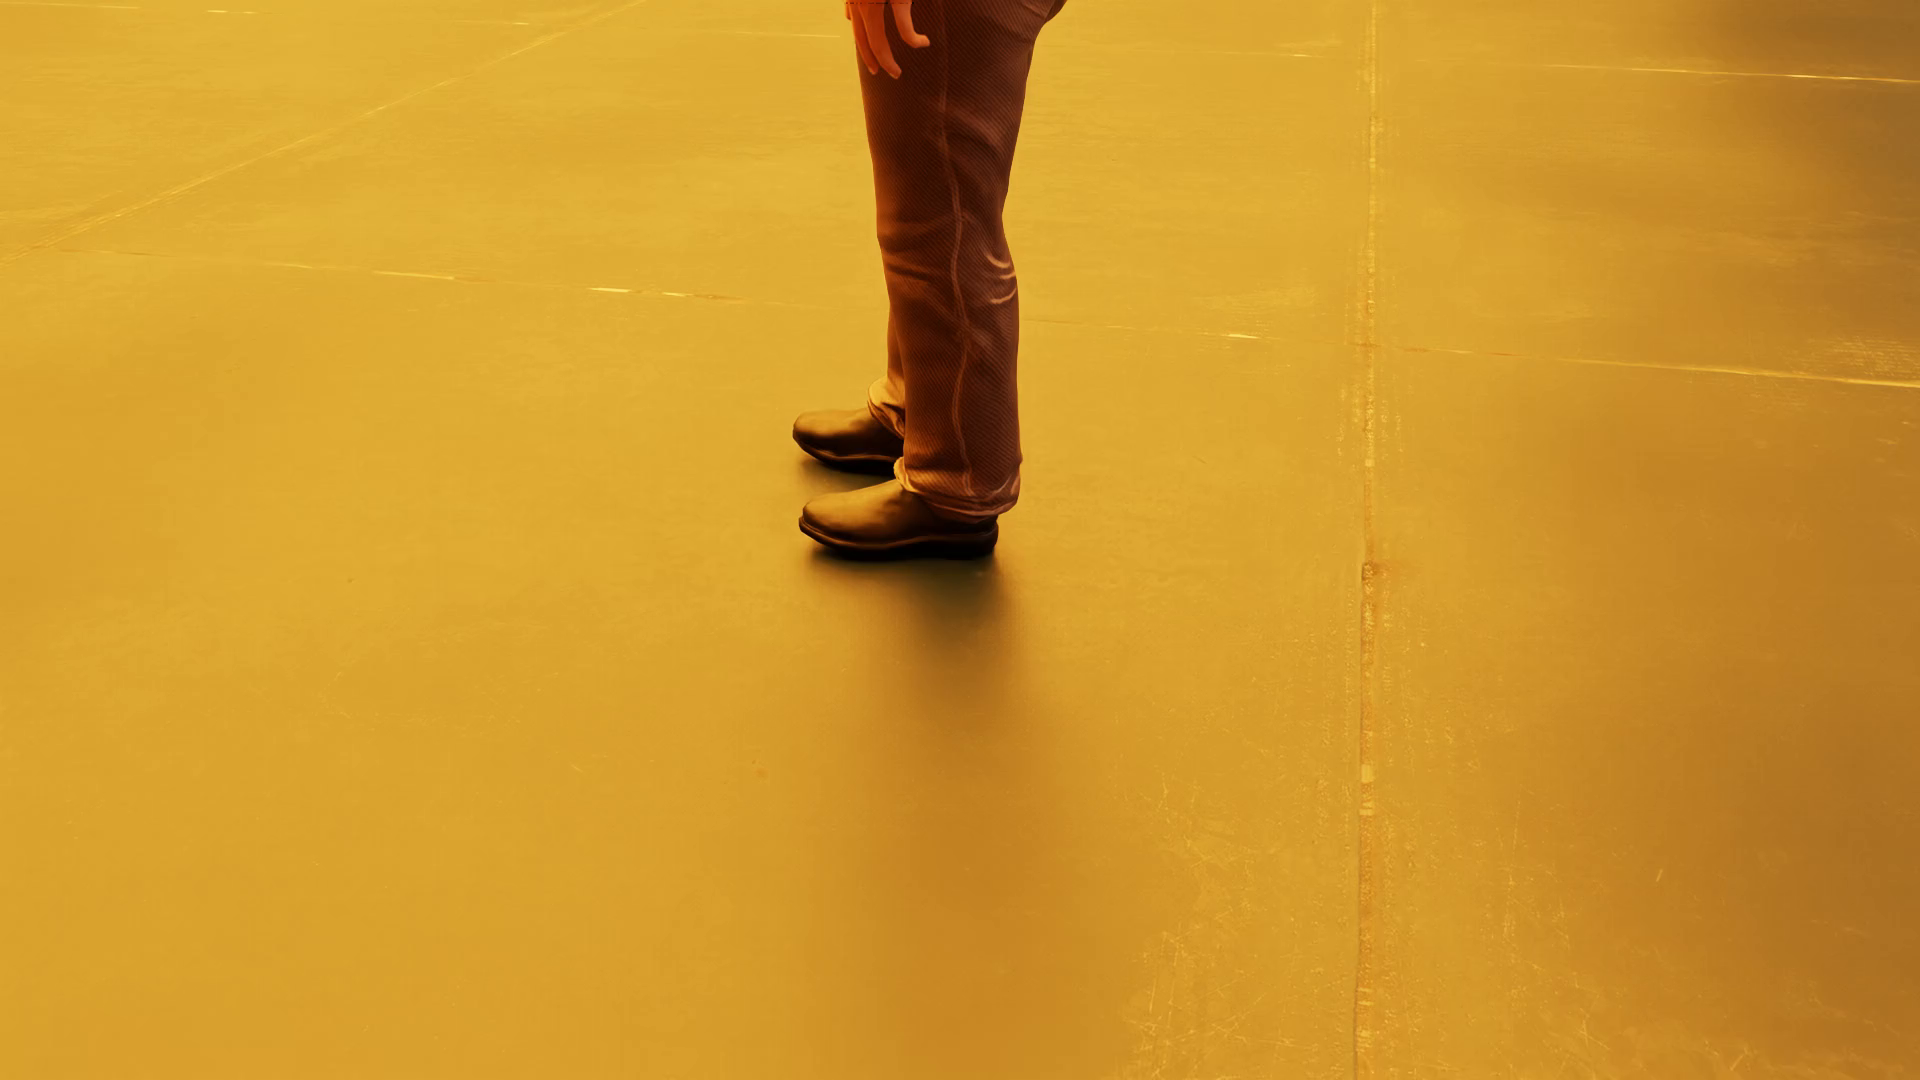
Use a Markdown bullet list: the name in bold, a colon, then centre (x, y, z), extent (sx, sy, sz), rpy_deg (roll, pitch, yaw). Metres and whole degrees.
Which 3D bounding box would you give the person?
- **person**: centre (-0.060, -0.784, 2.128), extent (0.566, 1.722, 0.633), rpy_deg (6, 27, 11)
